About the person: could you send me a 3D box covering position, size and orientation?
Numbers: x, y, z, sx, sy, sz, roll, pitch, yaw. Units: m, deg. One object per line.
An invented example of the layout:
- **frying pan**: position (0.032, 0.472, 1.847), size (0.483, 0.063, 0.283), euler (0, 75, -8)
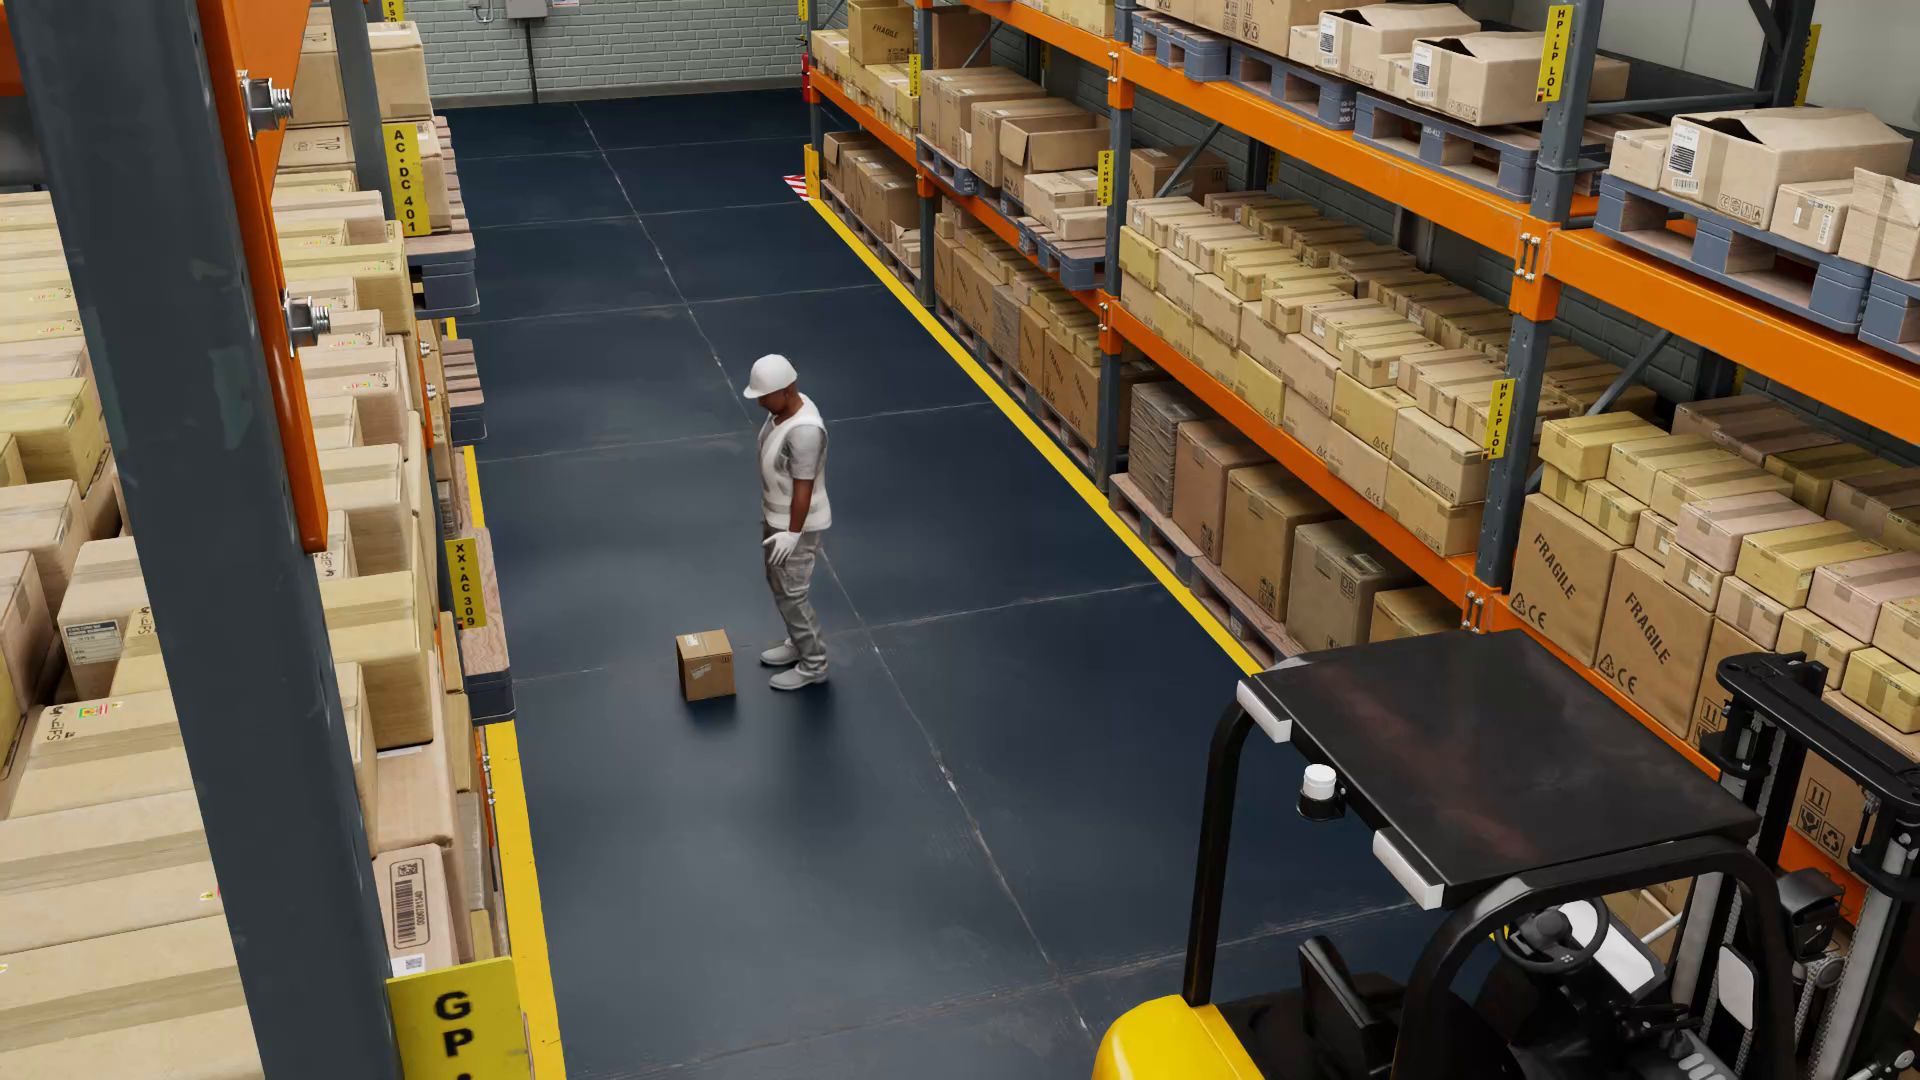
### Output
- **person**: position (-0.846, -0.095, 8.306), size (0.389, 1.763, 0.557), euler (-8, 27, -15)
